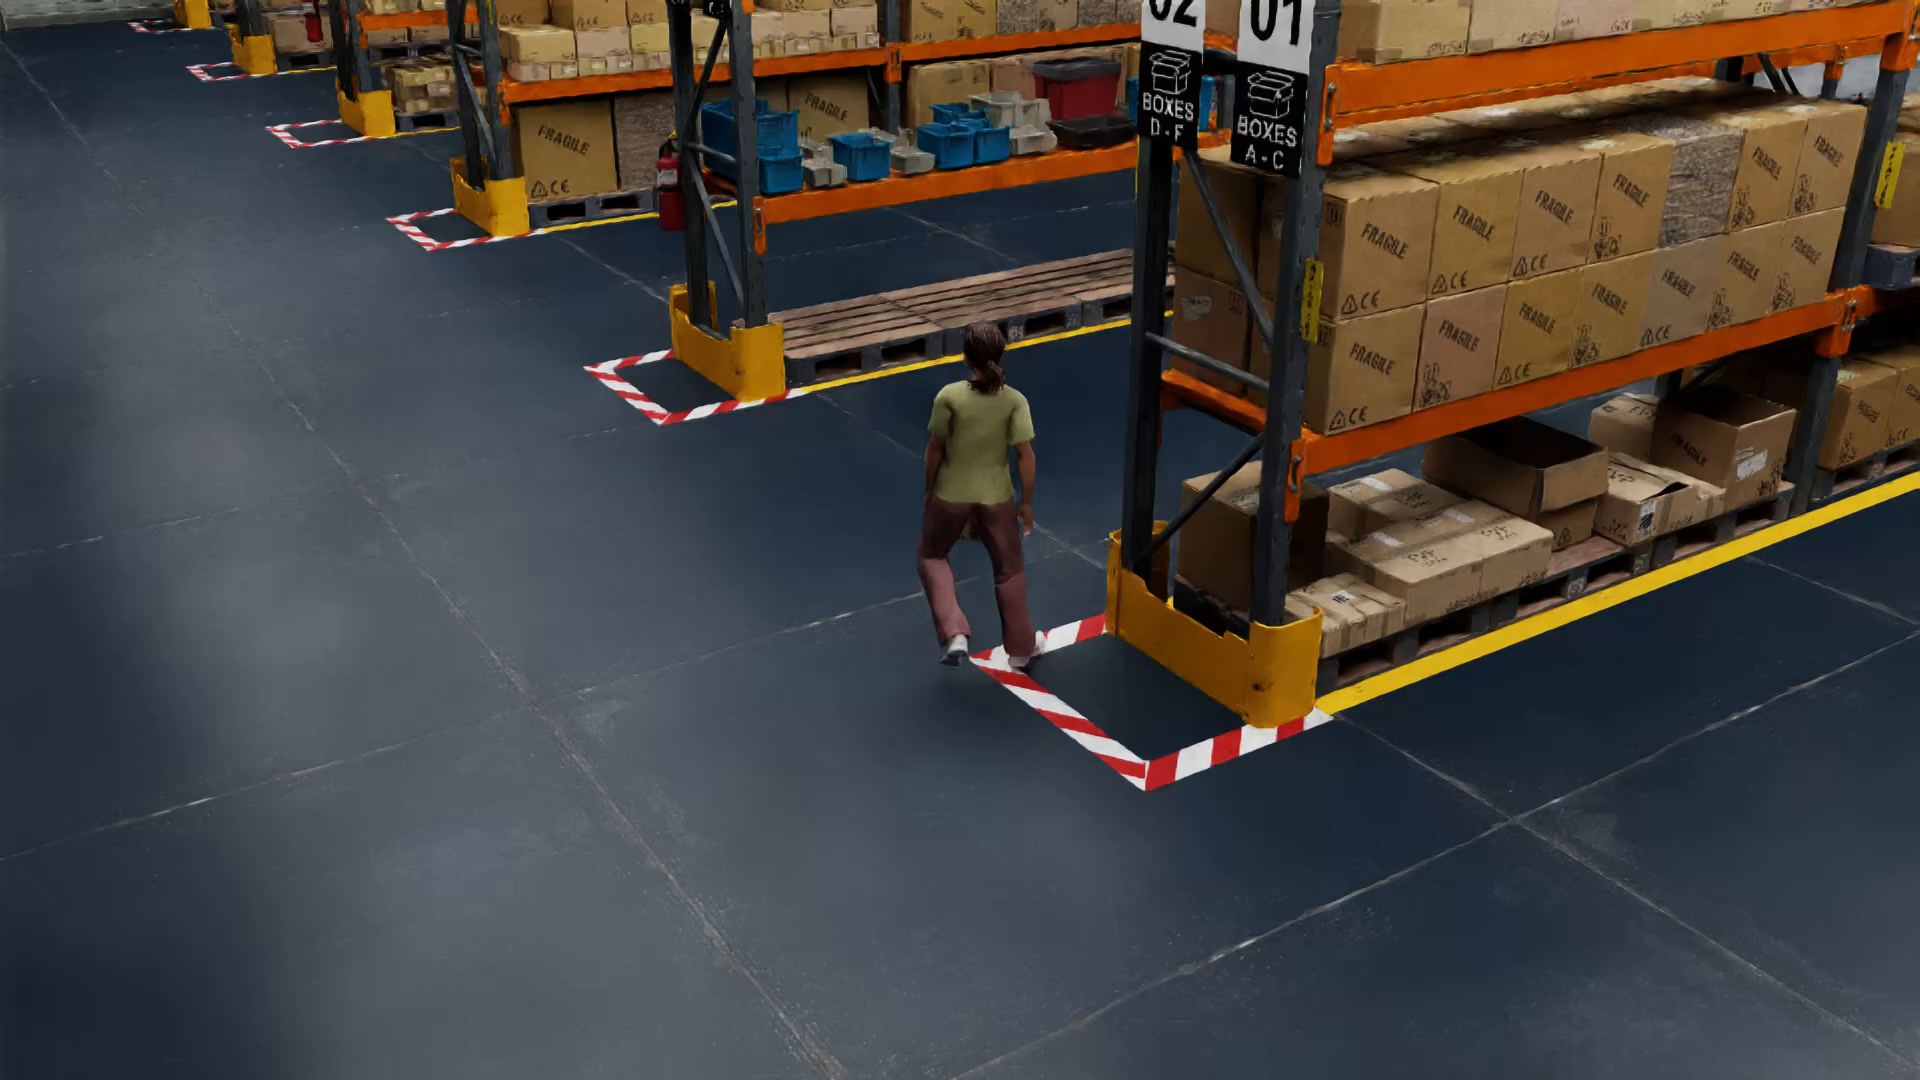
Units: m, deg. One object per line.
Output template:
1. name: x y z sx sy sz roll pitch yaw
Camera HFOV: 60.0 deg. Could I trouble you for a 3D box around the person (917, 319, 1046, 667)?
1. person: 0.112 -0.155 7.395 0.615 1.667 0.525 -1 25 -1
